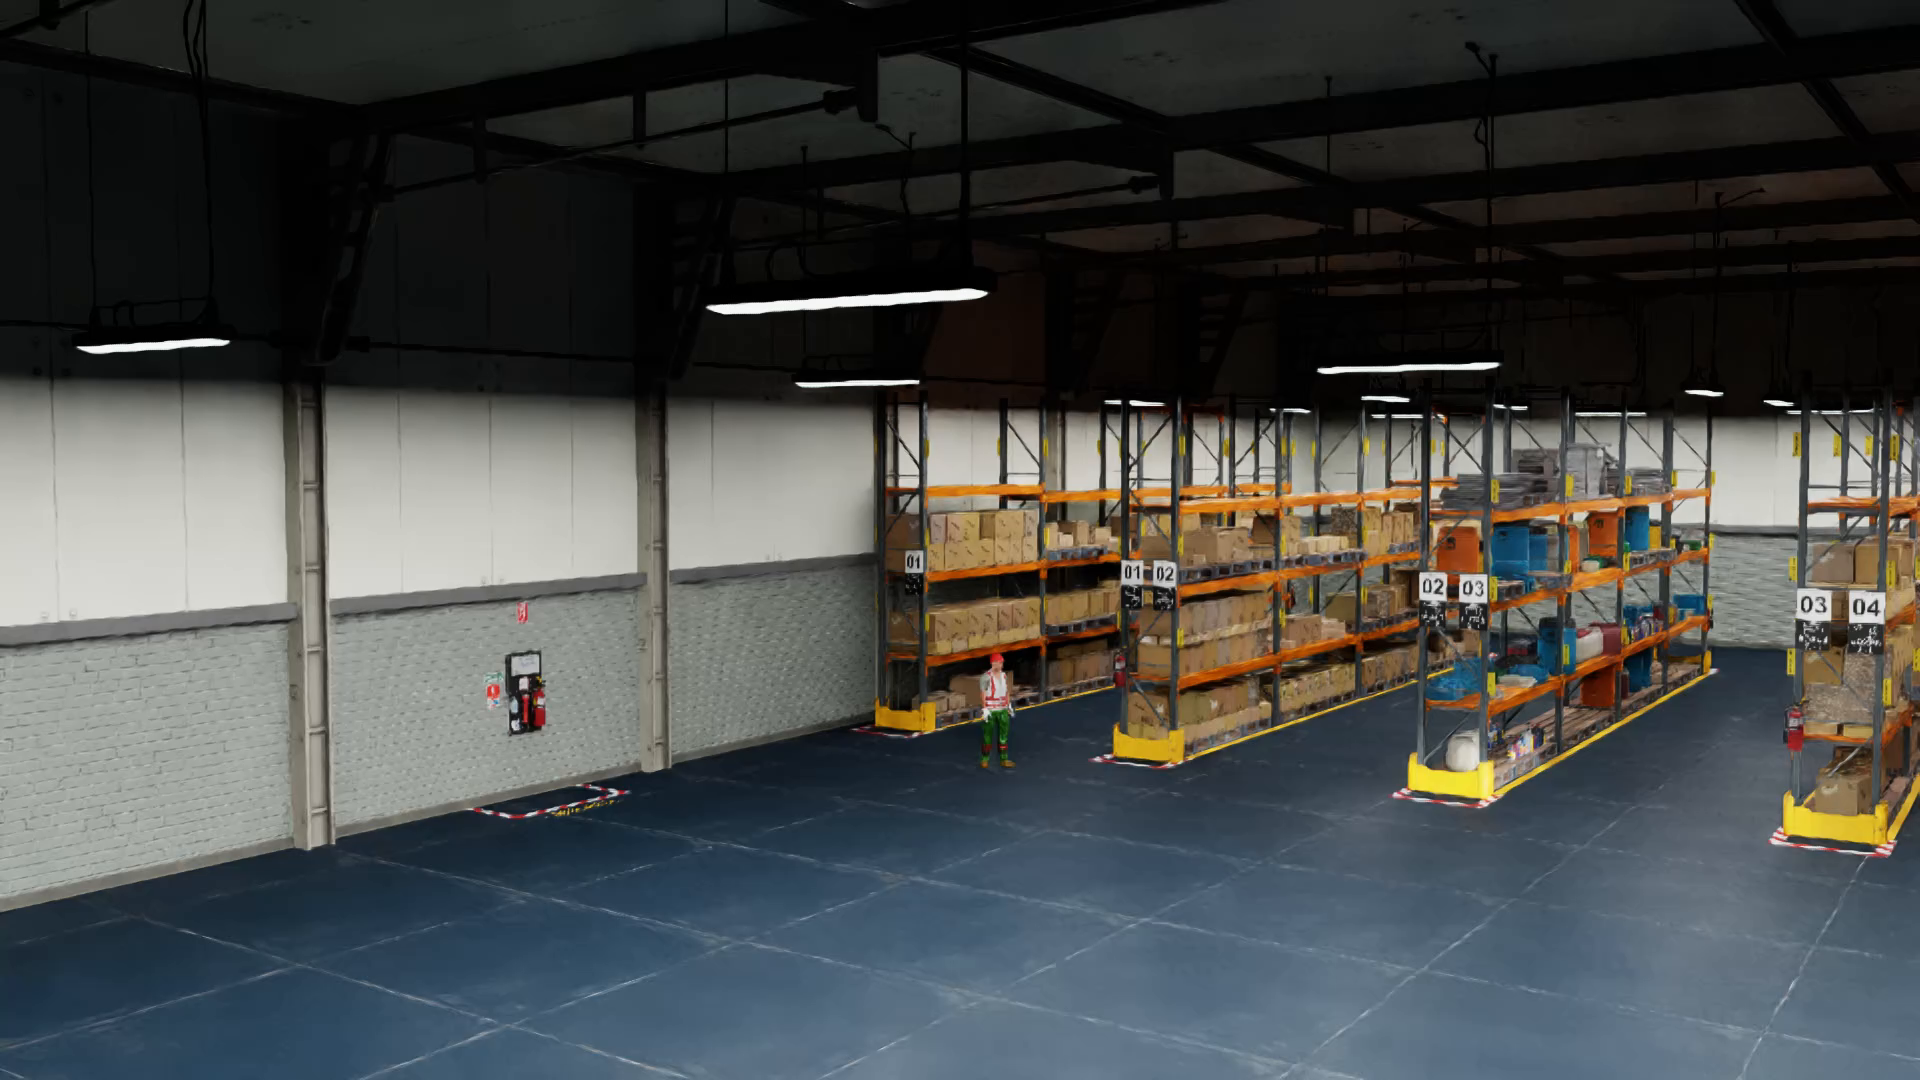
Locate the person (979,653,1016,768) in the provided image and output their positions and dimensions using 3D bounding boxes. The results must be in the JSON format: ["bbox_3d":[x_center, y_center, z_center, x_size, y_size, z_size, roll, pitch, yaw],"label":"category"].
[{"bbox_3d":[0.572,2.649,25.978,0.625,1.790,0.418,-2,4,-36],"label":"person"}]
